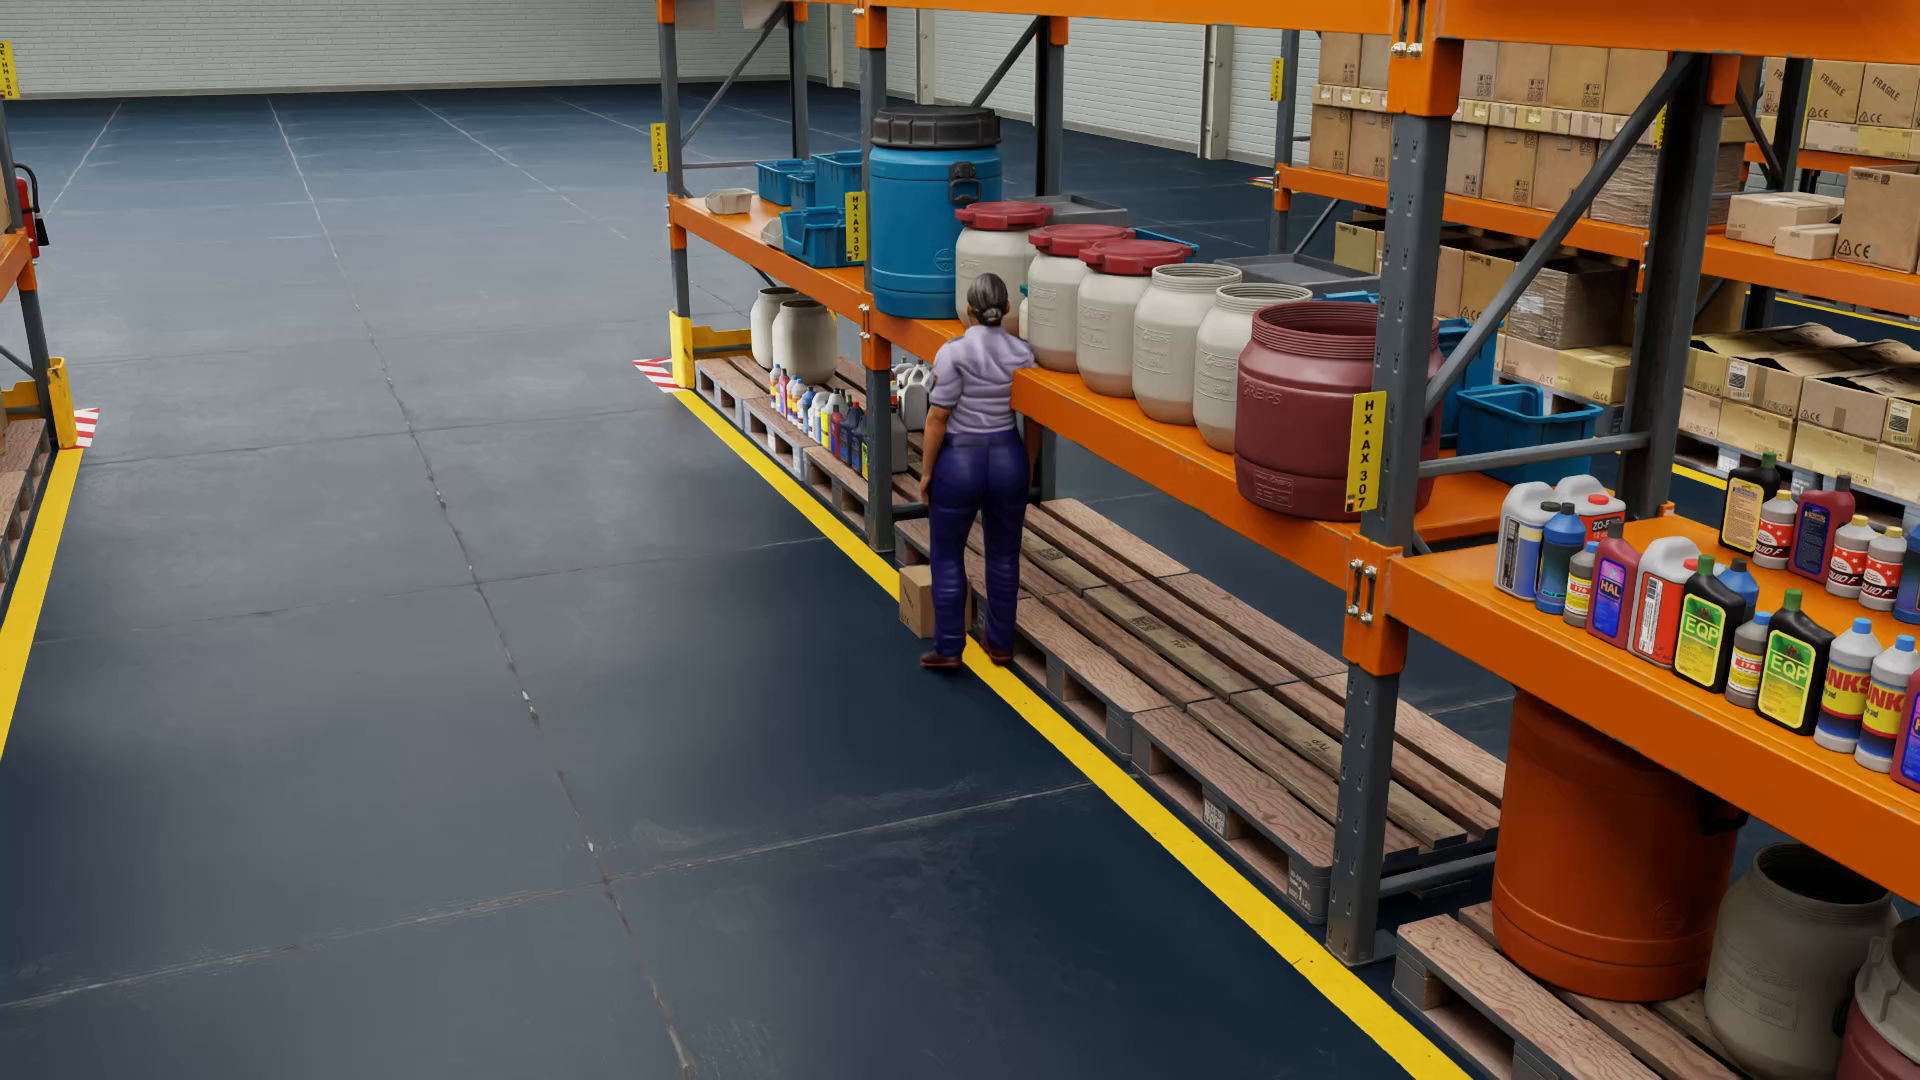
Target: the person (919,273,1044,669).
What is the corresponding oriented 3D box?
[{"bbox_3d":[0.082,-0.256,6.825,0.516,1.689,0.386,-5,20,-16],"label":"person"}]
